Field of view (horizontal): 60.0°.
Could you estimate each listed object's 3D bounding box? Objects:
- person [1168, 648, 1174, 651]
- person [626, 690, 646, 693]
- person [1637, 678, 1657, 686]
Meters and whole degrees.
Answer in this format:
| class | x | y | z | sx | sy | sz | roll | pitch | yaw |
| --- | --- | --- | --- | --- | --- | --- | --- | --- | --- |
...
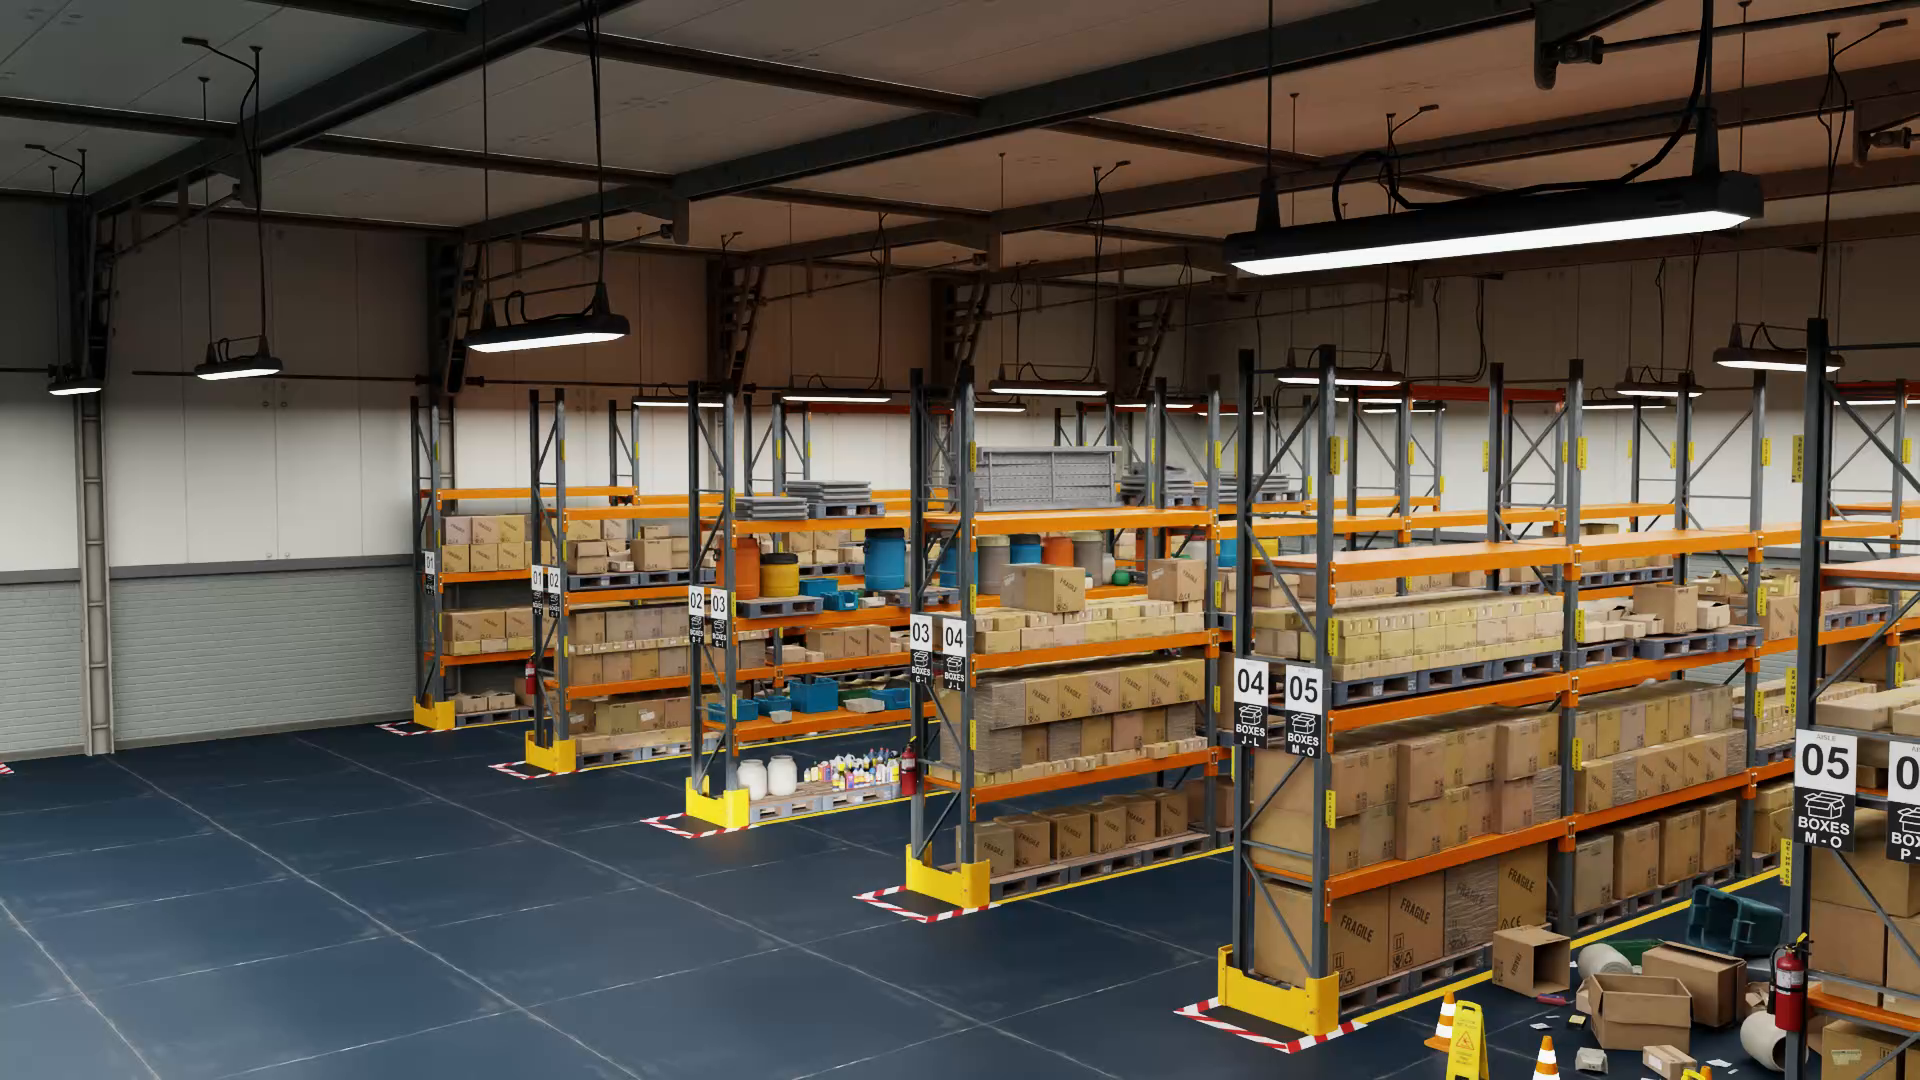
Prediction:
| class | x | y | z | sx | sy | sz | roll | pitch | yaw |
| --- | --- | --- | --- | --- | --- | --- | --- | --- | --- |
| person | 5.191 | 1.932 | 40.320 | 0.546 | 1.679 | 0.439 | -3 | 4 | -38 |
| person | -5.835 | 2.557 | 29.588 | 0.590 | 1.812 | 0.378 | -3 | 4 | -37 |
| person | 10.238 | 2.879 | 24.776 | 0.518 | 1.669 | 0.398 | -1 | 4 | -24 |
